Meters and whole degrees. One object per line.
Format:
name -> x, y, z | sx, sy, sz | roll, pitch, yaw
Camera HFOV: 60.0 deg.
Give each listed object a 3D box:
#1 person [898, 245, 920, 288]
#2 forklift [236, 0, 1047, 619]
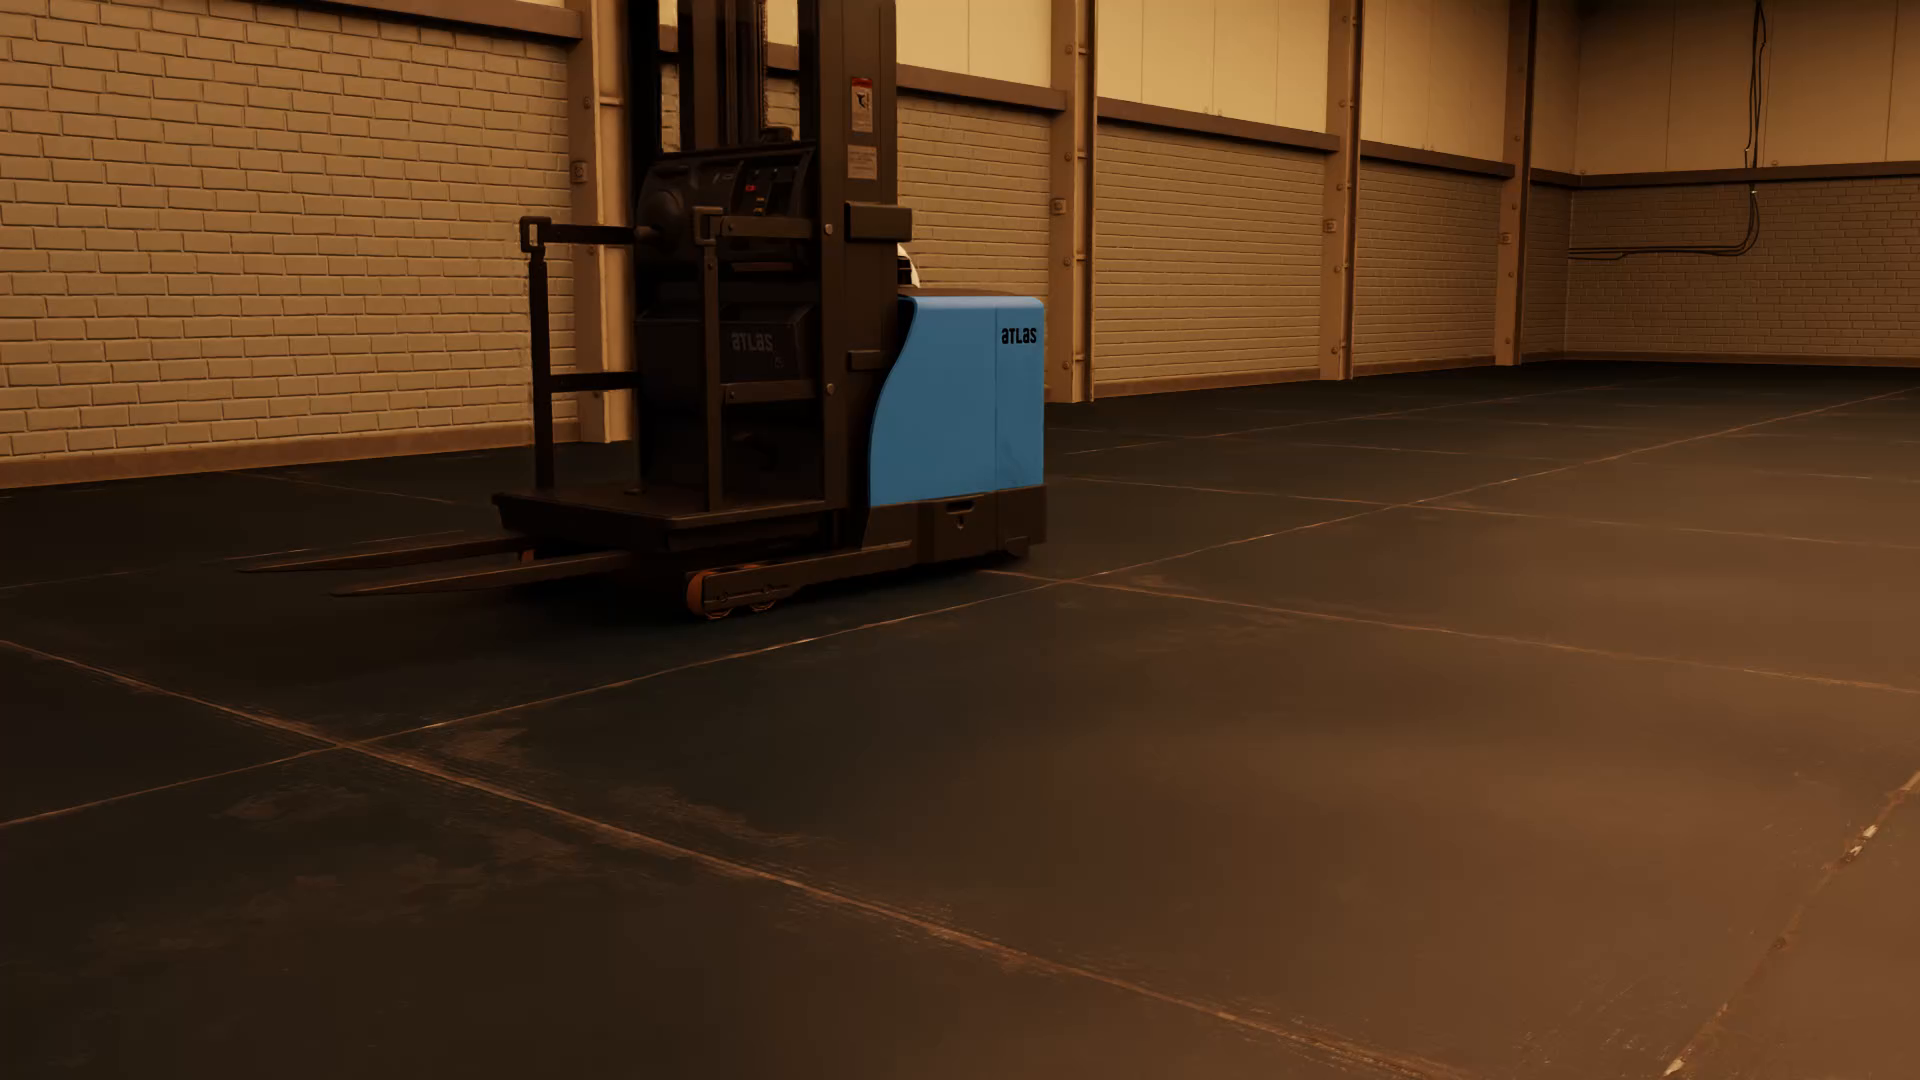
person -> -0.401, -0.877, 8.047 | 0.891, 1.645, 1.016 | -8, 12, -44
forklift -> -1.011, -1.266, 5.932 | 1.130, 2.935, 3.031 | 8, 11, 42
